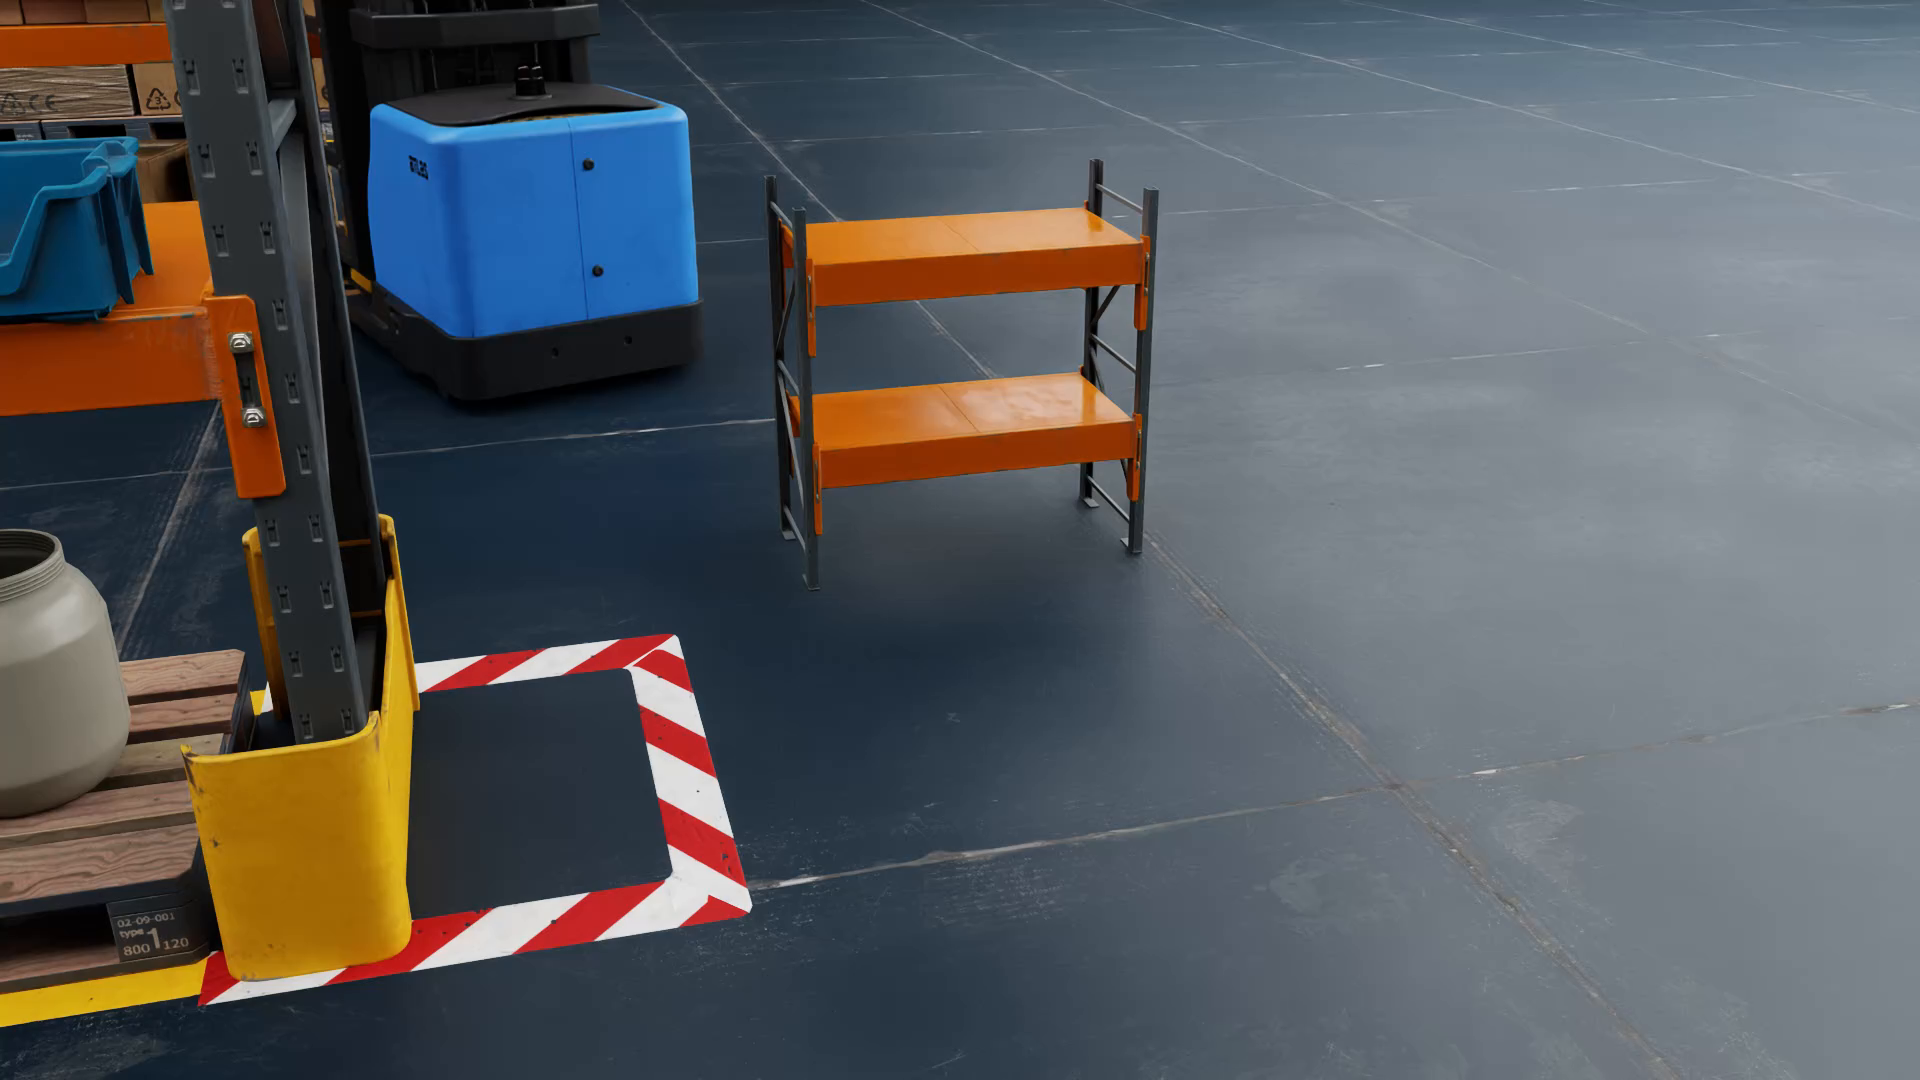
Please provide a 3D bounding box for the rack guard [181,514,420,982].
[{"bbox_3d":[-1.421,0.398,3.689,0.348,0.500,1.175,-6,24,-14],"label":"rack guard"}]

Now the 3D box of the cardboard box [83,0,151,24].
[{"bbox_3d":[-3.629,-2.340,7.217,0.250,0.149,0.380,-6,24,-14],"label":"cardboard box"}]

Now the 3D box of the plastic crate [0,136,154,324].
[{"bbox_3d":[-1.761,-0.542,2.897,0.616,0.251,0.499,-6,24,-14],"label":"plastic crate"}]

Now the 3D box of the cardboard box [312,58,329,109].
[{"bbox_3d":[-4.576,-3.670,12.162,0.875,0.875,0.875,-6,24,-14],"label":"cardboard box"}]

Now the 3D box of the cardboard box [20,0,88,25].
[{"bbox_3d":[-3.881,-2.329,7.192,0.250,0.149,0.380,-6,24,-14],"label":"cardboard box"}]

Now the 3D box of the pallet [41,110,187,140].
[{"bbox_3d":[-5.862,-3.026,12.035,1.213,0.211,1.003,-6,24,-14],"label":"pallet"}]

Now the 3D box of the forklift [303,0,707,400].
[{"bbox_3d":[-2.277,-2.404,7.137,1.130,2.935,3.031,-15,27,-31],"label":"forklift"}]

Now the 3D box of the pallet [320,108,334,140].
[{"bbox_3d":[-4.689,-3.155,12.335,1.213,0.211,1.003,-6,24,-14],"label":"pallet"}]

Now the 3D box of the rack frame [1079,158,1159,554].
[{"bbox_3d":[0.483,-0.570,5.153,0.032,1.125,0.500,-6,24,-14],"label":"rack frame"}]

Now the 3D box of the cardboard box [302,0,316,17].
[{"bbox_3d":[-2.917,-2.433,7.435,0.250,0.149,0.380,-6,24,-14],"label":"cardboard box"}]

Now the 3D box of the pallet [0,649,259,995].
[{"bbox_3d":[-2.204,0.615,3.549,1.213,0.211,1.003,-6,24,-14],"label":"pallet"}]

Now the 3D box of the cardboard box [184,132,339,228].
[{"bbox_3d":[-3.304,-1.641,7.909,0.500,0.500,0.500,-2,23,-5],"label":"cardboard box"}]

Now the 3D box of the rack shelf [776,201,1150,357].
[{"bbox_3d":[-0.007,-0.785,4.911,1.000,0.278,0.538,-6,24,-14],"label":"rack shelf"}]

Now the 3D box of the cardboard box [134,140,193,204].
[{"bbox_3d":[-3.870,-1.565,7.730,0.500,0.500,0.500,0,23,0],"label":"cardboard box"}]

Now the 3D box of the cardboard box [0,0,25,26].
[{"bbox_3d":[-4.116,-2.294,7.110,0.250,0.149,0.380,-6,24,-14],"label":"cardboard box"}]

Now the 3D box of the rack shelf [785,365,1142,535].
[{"bbox_3d":[-0.007,-0.292,5.123,1.000,0.278,0.538,-6,24,-14],"label":"rack shelf"}]

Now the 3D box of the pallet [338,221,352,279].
[{"bbox_3d":[-3.563,-1.295,7.999,1.213,0.211,1.003,-6,24,-14],"label":"pallet"}]

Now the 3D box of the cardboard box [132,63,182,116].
[{"bbox_3d":[-5.422,-3.576,11.942,0.875,0.875,0.875,-7,24,-15],"label":"cardboard box"}]

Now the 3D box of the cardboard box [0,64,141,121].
[{"bbox_3d":[-6.301,-3.479,11.717,0.875,0.875,0.875,-6,24,-14],"label":"cardboard box"}]

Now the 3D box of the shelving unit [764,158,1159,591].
[{"bbox_3d":[-0.007,-0.516,5.027,1.048,1.125,0.538,-6,24,-14],"label":"shelving unit"}]

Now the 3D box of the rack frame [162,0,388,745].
[{"bbox_3d":[-1.360,-0.777,3.256,0.127,3.000,1.000,-6,24,-14],"label":"rack frame"}]

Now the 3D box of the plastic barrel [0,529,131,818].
[{"bbox_3d":[-1.973,0.273,3.433,0.421,0.512,0.421,0,23,0],"label":"plastic barrel"}]

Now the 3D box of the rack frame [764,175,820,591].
[{"bbox_3d":[-0.496,-0.462,4.900,0.032,1.125,0.500,-6,24,-14],"label":"rack frame"}]

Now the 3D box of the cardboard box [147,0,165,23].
[{"bbox_3d":[-3.385,-2.360,7.266,0.250,0.149,0.380,-6,24,-14],"label":"cardboard box"}]

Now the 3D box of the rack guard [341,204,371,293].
[{"bbox_3d":[-2.771,-1.500,8.113,0.348,0.500,1.175,-6,24,-14],"label":"rack guard"}]

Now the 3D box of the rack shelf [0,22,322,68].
[{"bbox_3d":[-4.624,-2.114,7.284,4.000,0.370,1.077,-6,24,-14],"label":"rack shelf"}]

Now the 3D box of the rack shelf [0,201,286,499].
[{"bbox_3d":[-3.286,-0.233,2.902,4.000,0.370,1.077,-6,24,-14],"label":"rack shelf"}]

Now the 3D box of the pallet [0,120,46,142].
[{"bbox_3d":[-7.039,-2.895,11.729,1.213,0.211,1.003,-6,24,-14],"label":"pallet"}]
